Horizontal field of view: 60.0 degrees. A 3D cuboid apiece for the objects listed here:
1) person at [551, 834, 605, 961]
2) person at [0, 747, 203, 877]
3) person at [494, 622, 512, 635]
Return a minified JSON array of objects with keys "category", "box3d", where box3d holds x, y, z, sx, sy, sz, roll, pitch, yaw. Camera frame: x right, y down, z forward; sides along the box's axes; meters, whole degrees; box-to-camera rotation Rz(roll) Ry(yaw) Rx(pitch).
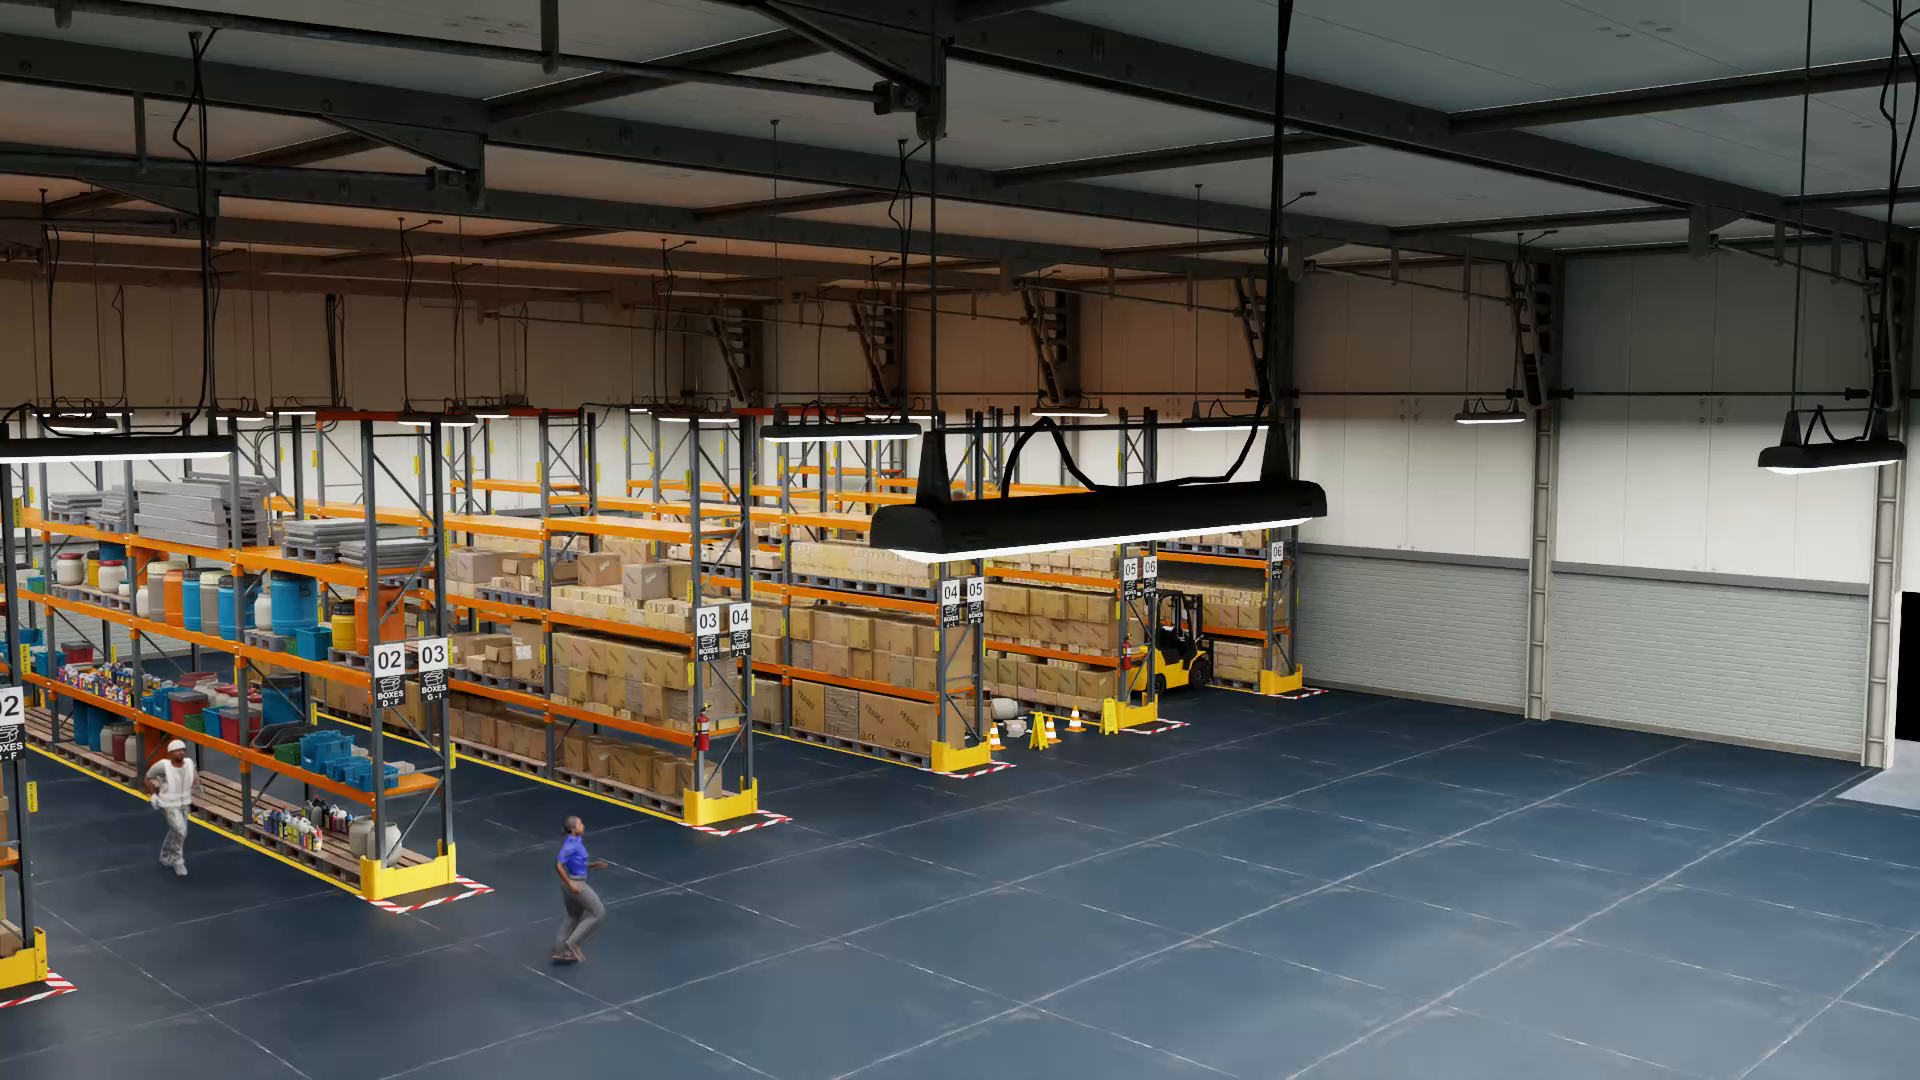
[{"category":"person","box3d":[-4.263,3.969,18.519,0.585,1.418,0.521,-2,5,-21]},{"category":"person","box3d":[-10.532,3.600,20.087,2.128,1.974,4.071,3,6,26]},{"category":"person","box3d":[-11.314,1.865,41.407,0.585,1.647,0.602,-4,6,-36]}]
